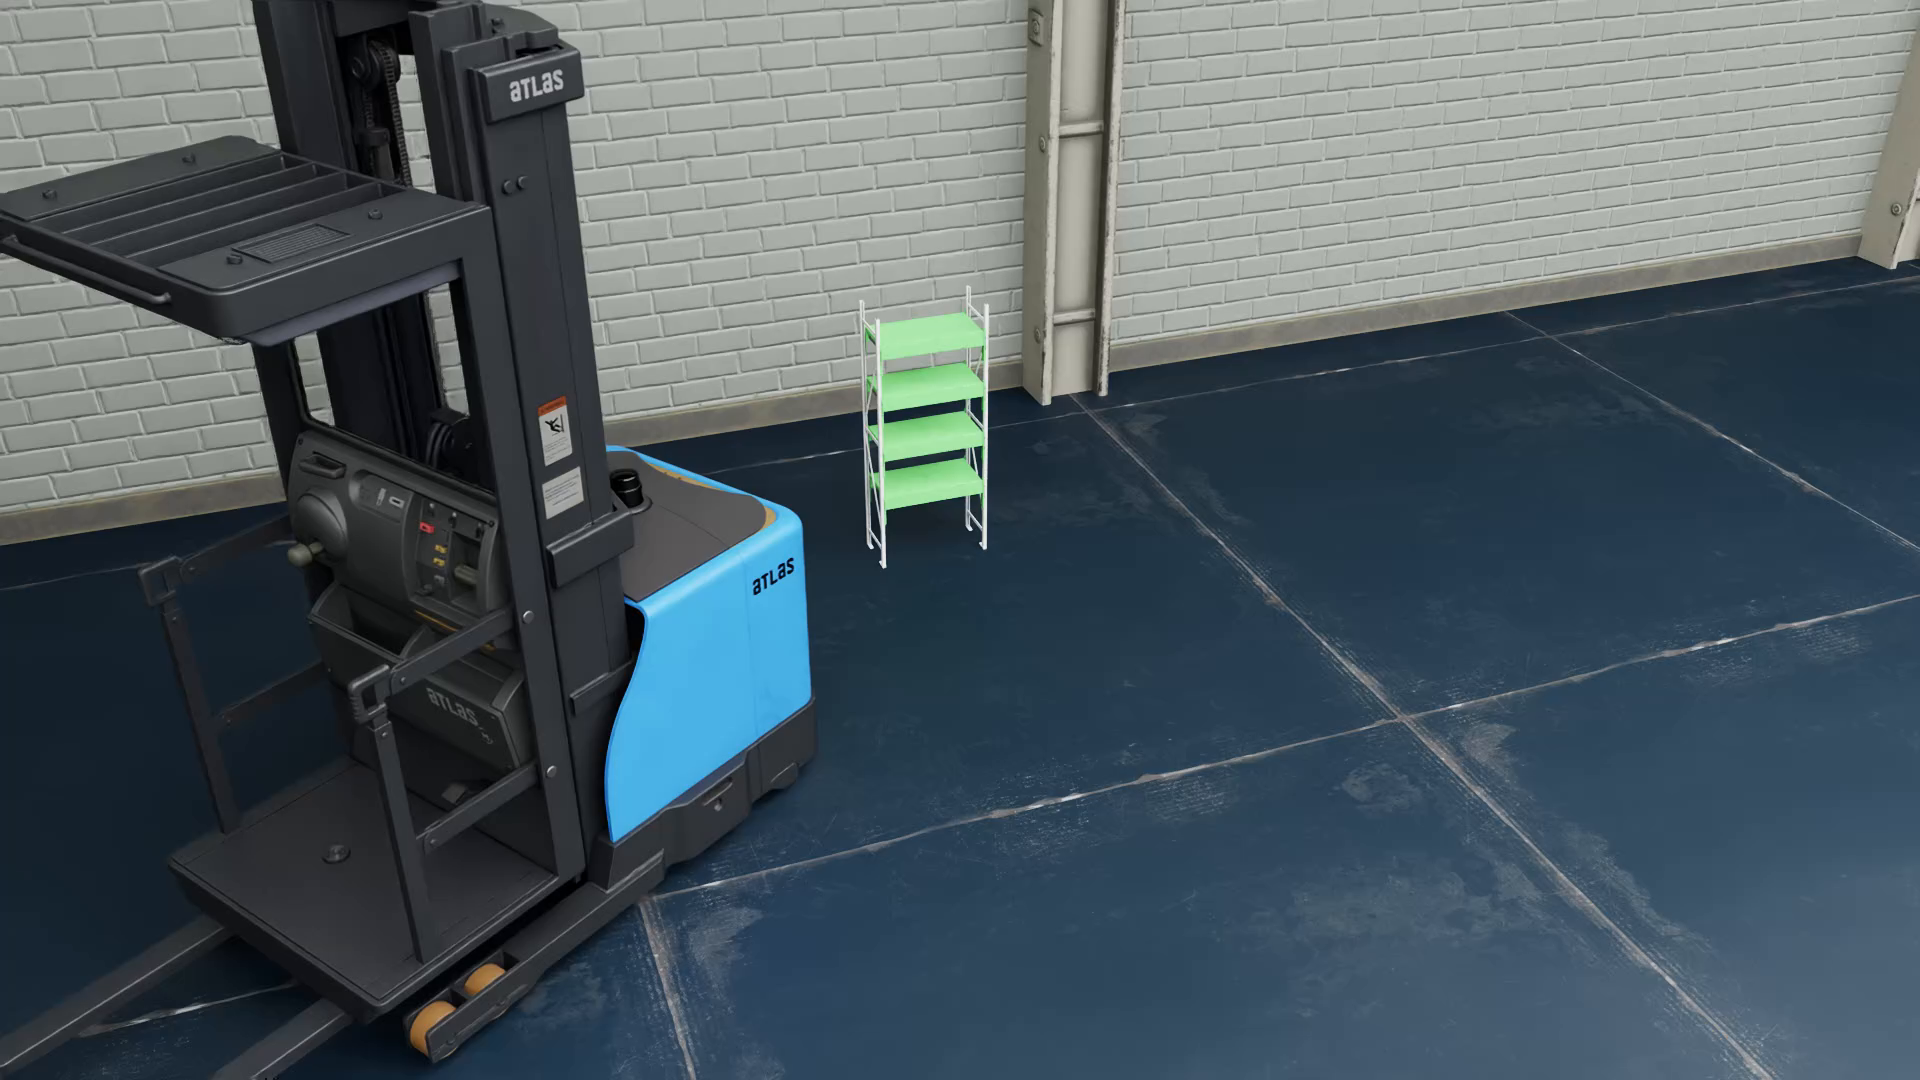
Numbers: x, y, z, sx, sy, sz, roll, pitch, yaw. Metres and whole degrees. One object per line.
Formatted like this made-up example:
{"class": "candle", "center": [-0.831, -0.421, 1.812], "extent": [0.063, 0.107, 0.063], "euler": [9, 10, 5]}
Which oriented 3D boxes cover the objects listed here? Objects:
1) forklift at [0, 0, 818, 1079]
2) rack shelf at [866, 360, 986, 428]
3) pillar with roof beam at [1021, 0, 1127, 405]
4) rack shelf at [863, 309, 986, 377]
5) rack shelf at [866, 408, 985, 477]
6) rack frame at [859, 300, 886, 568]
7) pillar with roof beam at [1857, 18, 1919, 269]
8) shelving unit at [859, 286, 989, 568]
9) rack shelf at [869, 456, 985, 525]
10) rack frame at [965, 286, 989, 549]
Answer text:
{"class": "forklift", "center": [-1.804, 0.013, 4.766], "extent": [1.130, 2.935, 3.031], "euler": [20, 35, 31]}
{"class": "rack shelf", "center": [-0.155, -0.646, 7.316], "extent": [0.480, 0.148, 0.258], "euler": [-10, 31, -18]}
{"class": "pillar with roof beam", "center": [2.077, -2.749, 3.484], "extent": [0.400, 9.000, 9.100], "euler": [-10, 31, -18]}
{"class": "rack shelf", "center": [-0.155, -0.854, 7.197], "extent": [0.480, 0.148, 0.258], "euler": [-10, 31, -18]}
{"class": "rack shelf", "center": [-0.155, -0.437, 7.434], "extent": [0.480, 0.148, 0.258], "euler": [-10, 31, -18]}
{"class": "rack frame", "center": [-0.384, -0.451, 7.329], "extent": [0.015, 1.200, 0.240], "euler": [-10, 31, -18]}
{"class": "pillar with roof beam", "center": [7.701, -3.785, 5.302], "extent": [0.400, 9.000, 9.100], "euler": [-10, 31, -18]}
{"class": "shelving unit", "center": [-0.155, -0.493, 7.403], "extent": [0.503, 1.200, 0.258], "euler": [-10, 31, -18]}
{"class": "rack shelf", "center": [-0.155, -0.229, 7.553], "extent": [0.480, 0.148, 0.258], "euler": [-10, 31, -18]}
{"class": "rack frame", "center": [0.074, -0.535, 7.477], "extent": [0.015, 1.200, 0.240], "euler": [-10, 31, -18]}
